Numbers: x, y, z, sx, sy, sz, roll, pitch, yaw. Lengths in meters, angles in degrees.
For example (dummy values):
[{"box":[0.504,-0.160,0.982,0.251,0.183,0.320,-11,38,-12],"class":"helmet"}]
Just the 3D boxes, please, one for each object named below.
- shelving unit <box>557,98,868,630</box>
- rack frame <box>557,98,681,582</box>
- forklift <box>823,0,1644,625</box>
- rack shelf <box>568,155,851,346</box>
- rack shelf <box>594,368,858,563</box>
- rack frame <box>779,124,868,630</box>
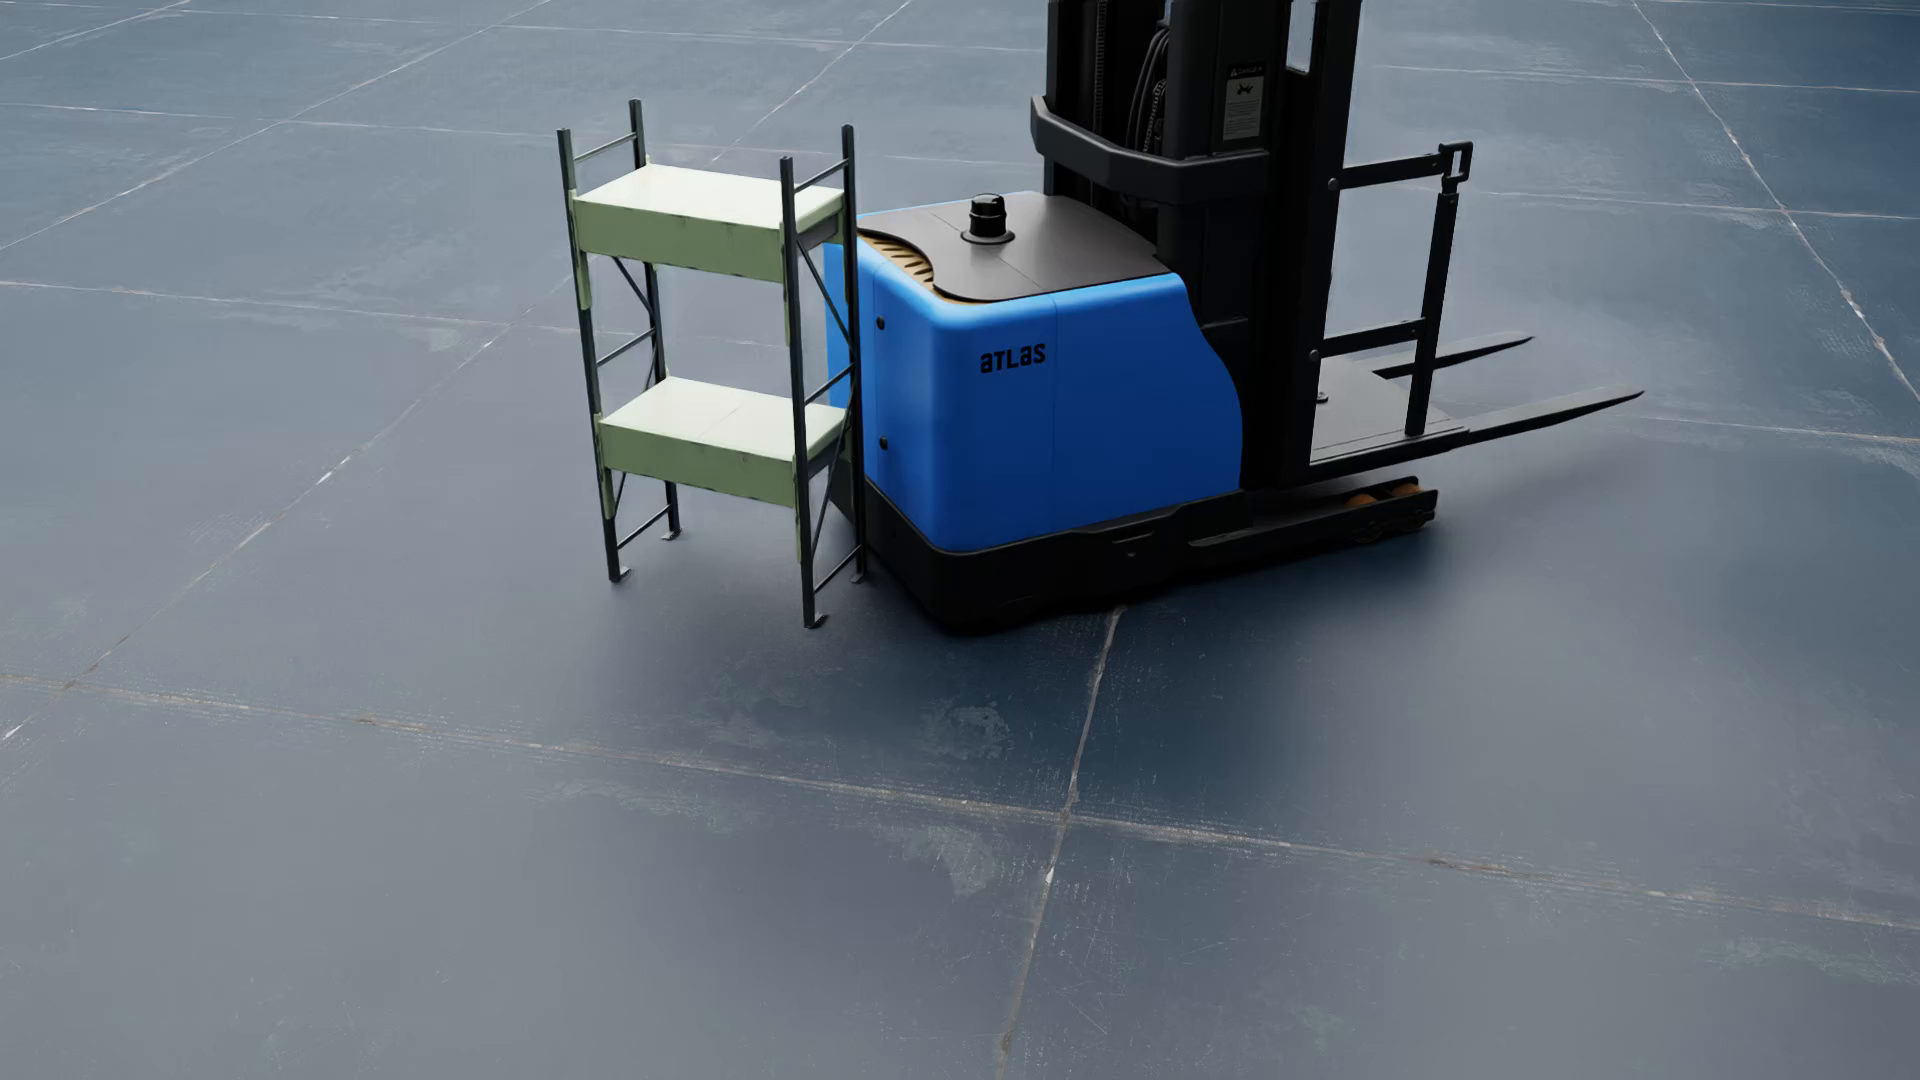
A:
[{"box":[-0.735,-0.536,5.168,0.755,1.500,0.431,12,31,21],"class":"shelving unit"},{"box":[-1.069,-0.608,5.298,0.023,1.500,0.400,12,31,21],"class":"rack frame"},{"box":[1.094,-1.490,5.419,3.031,2.935,1.130,-13,31,-22],"class":"forklift"},{"box":[-0.735,-0.879,4.980,0.720,0.370,0.431,12,31,21],"class":"rack shelf"},{"box":[-0.735,-0.250,5.324,0.720,0.370,0.431,12,31,21],"class":"rack shelf"},{"box":[-0.400,-0.465,5.037,0.023,1.500,0.400,12,31,21],"class":"rack frame"}]
